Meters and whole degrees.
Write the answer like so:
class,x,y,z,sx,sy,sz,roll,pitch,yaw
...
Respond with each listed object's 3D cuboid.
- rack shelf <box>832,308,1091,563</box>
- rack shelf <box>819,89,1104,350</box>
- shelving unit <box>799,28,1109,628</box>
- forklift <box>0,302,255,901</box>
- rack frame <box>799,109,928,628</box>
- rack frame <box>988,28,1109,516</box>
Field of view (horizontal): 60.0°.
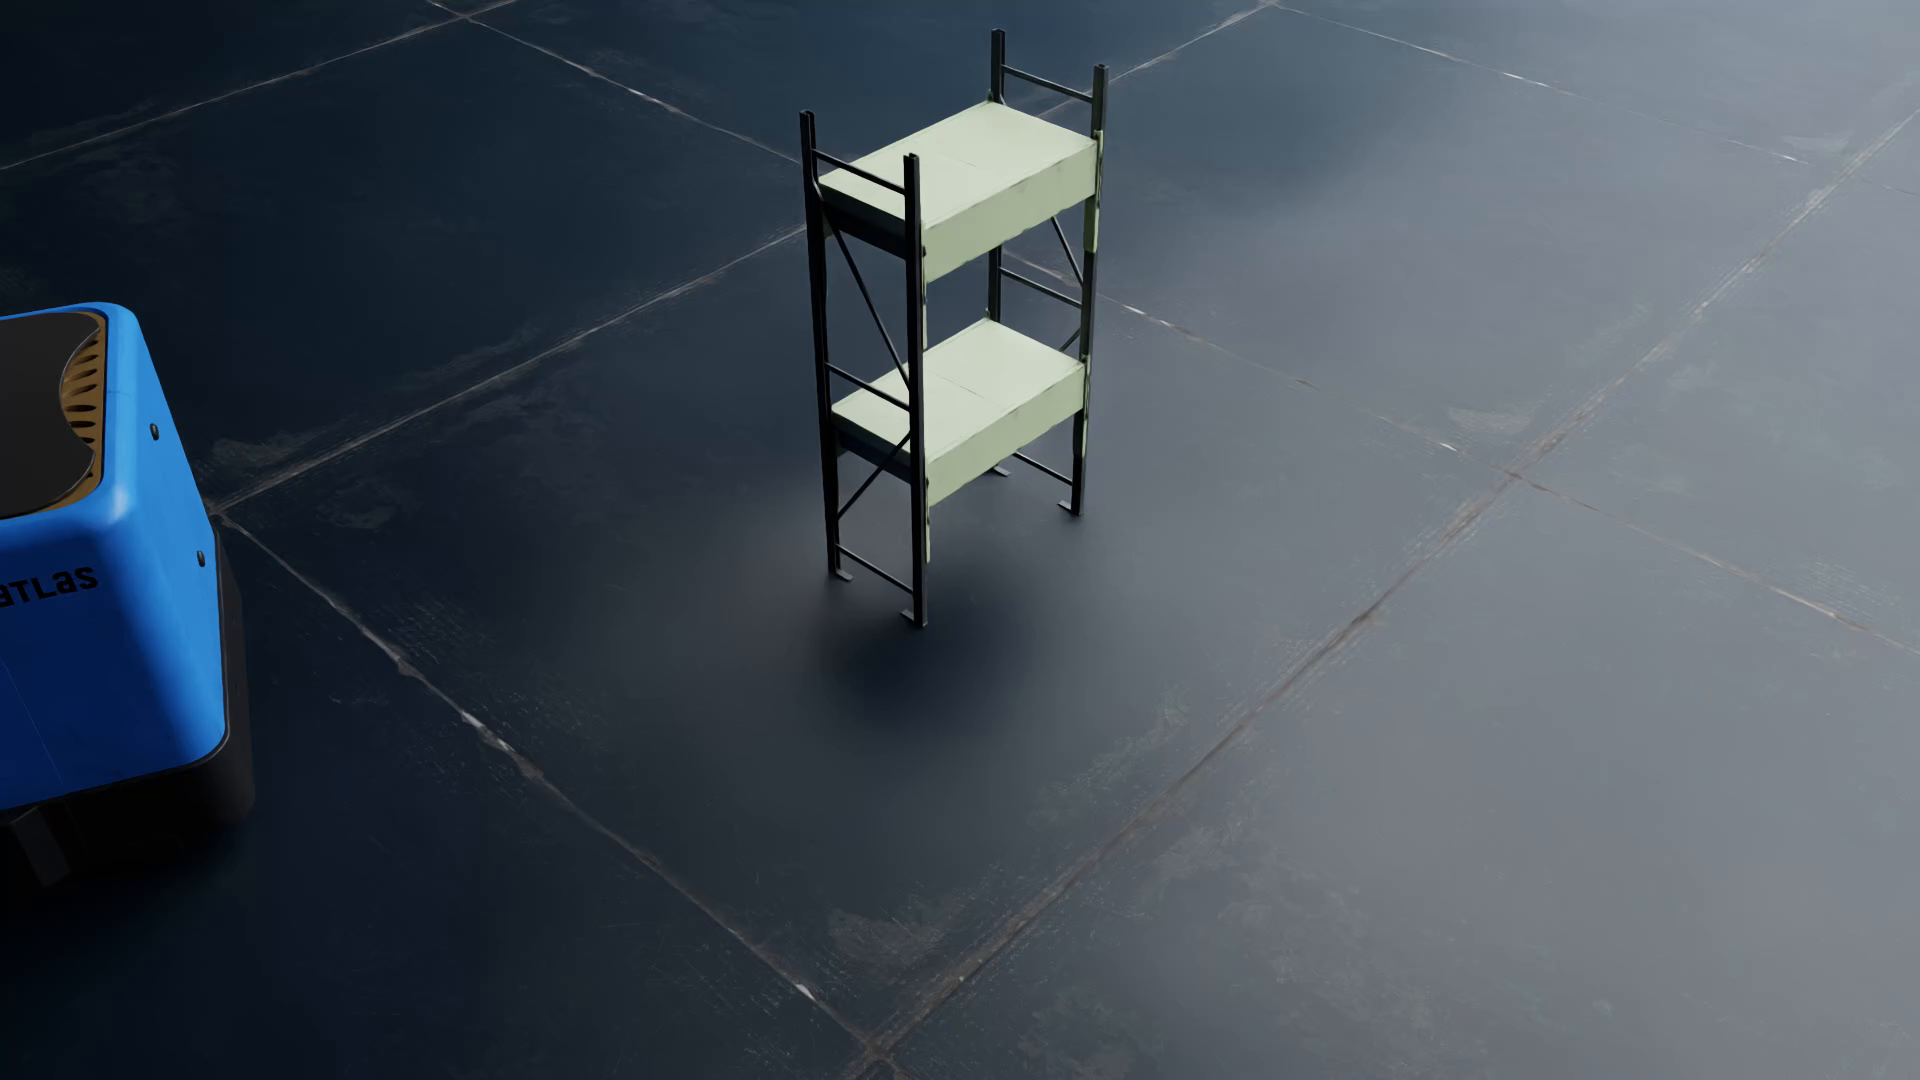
class,x,y,z,sx,sy,sz,roll,pitch,yaw
rack shelf,-0.004,-0.329,4.982,0.431,0.370,0.720,30,47,32
rack shelf,-0.004,-0.889,4.536,0.431,0.370,0.720,30,47,32
shelving unit,-0.004,-0.584,4.779,0.431,1.500,0.755,30,47,32
forklift,-3.388,-0.336,3.317,3.031,2.935,1.130,-13,40,-16
rack frame,-0.251,-0.416,4.568,0.400,1.500,0.023,30,47,32
rack frame,0.242,-0.752,4.991,0.400,1.500,0.023,30,47,32
